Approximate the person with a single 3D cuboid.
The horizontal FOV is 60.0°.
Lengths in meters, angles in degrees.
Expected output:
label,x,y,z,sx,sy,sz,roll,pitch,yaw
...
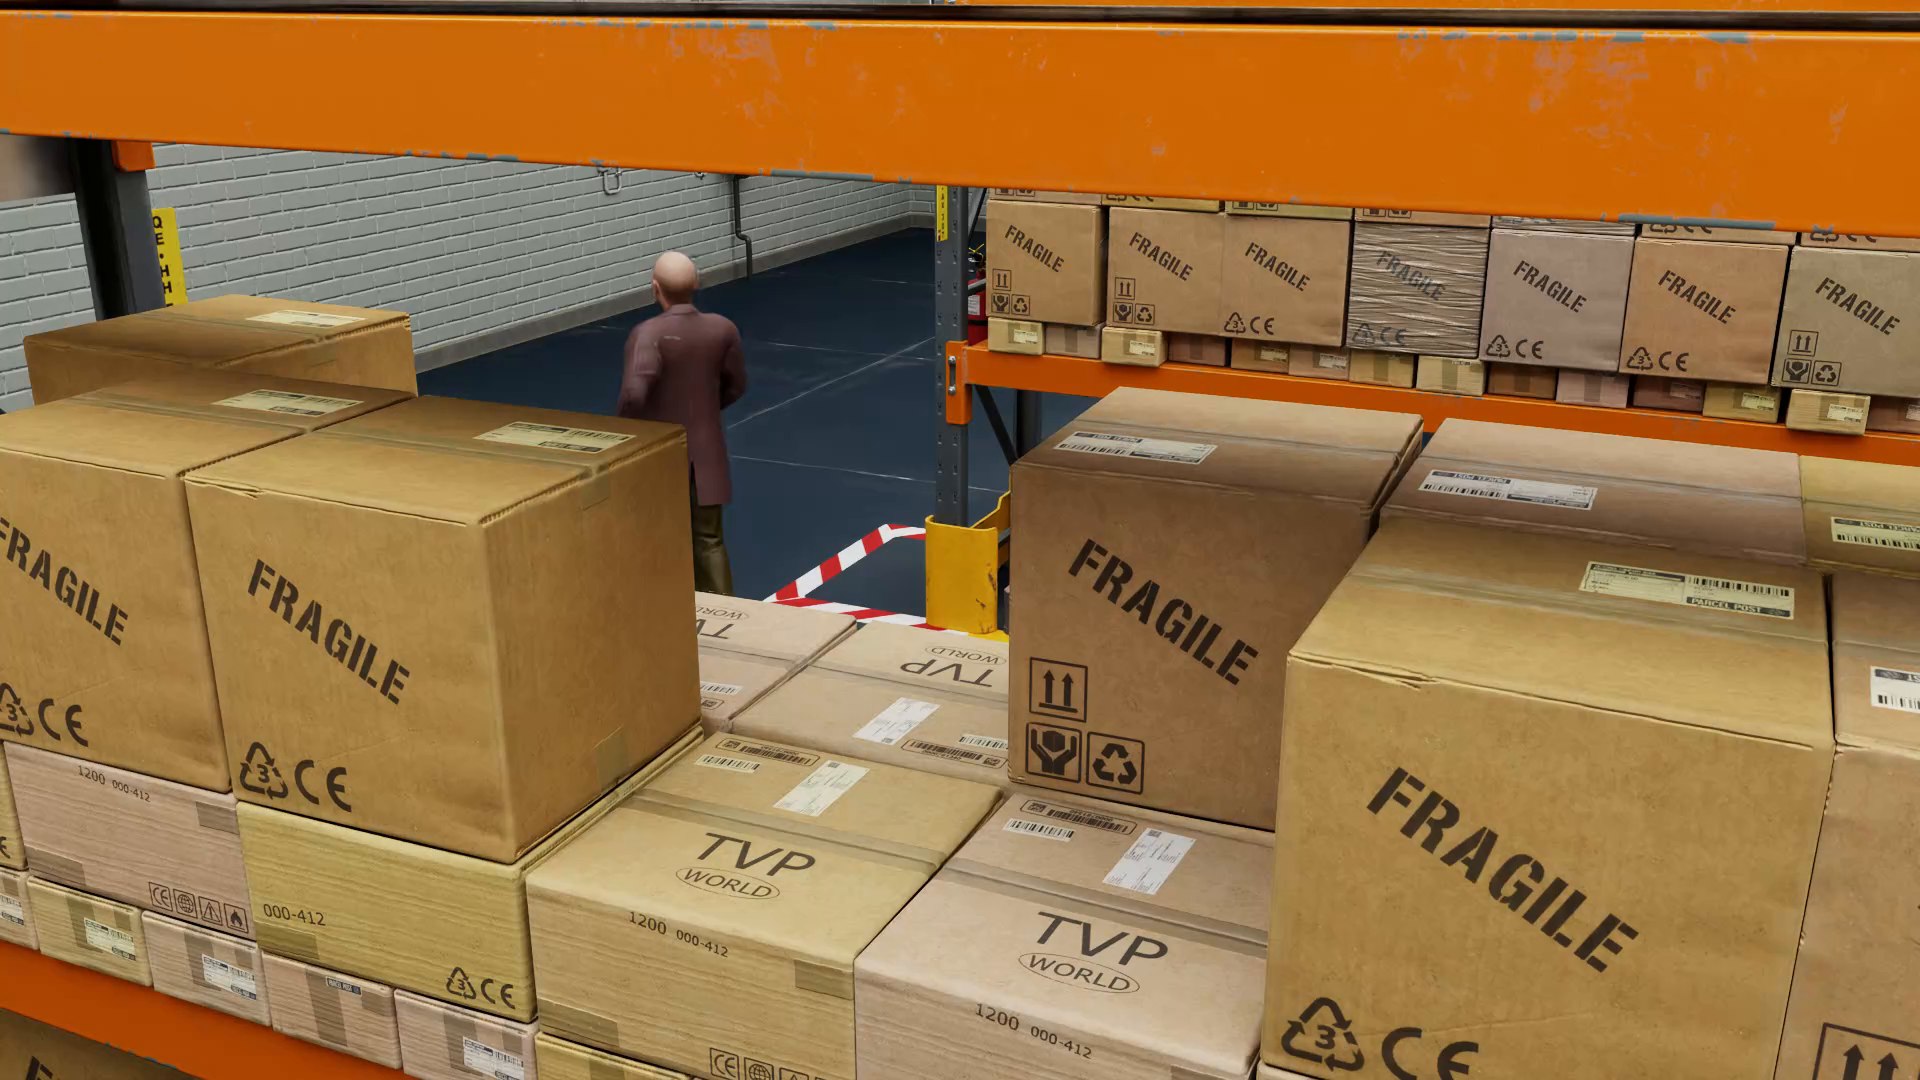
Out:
label,x,y,z,sx,sy,sz,roll,pitch,yaw
person,-1.275,-0.391,7.226,0.707,1.744,1.064,-11,22,-30
